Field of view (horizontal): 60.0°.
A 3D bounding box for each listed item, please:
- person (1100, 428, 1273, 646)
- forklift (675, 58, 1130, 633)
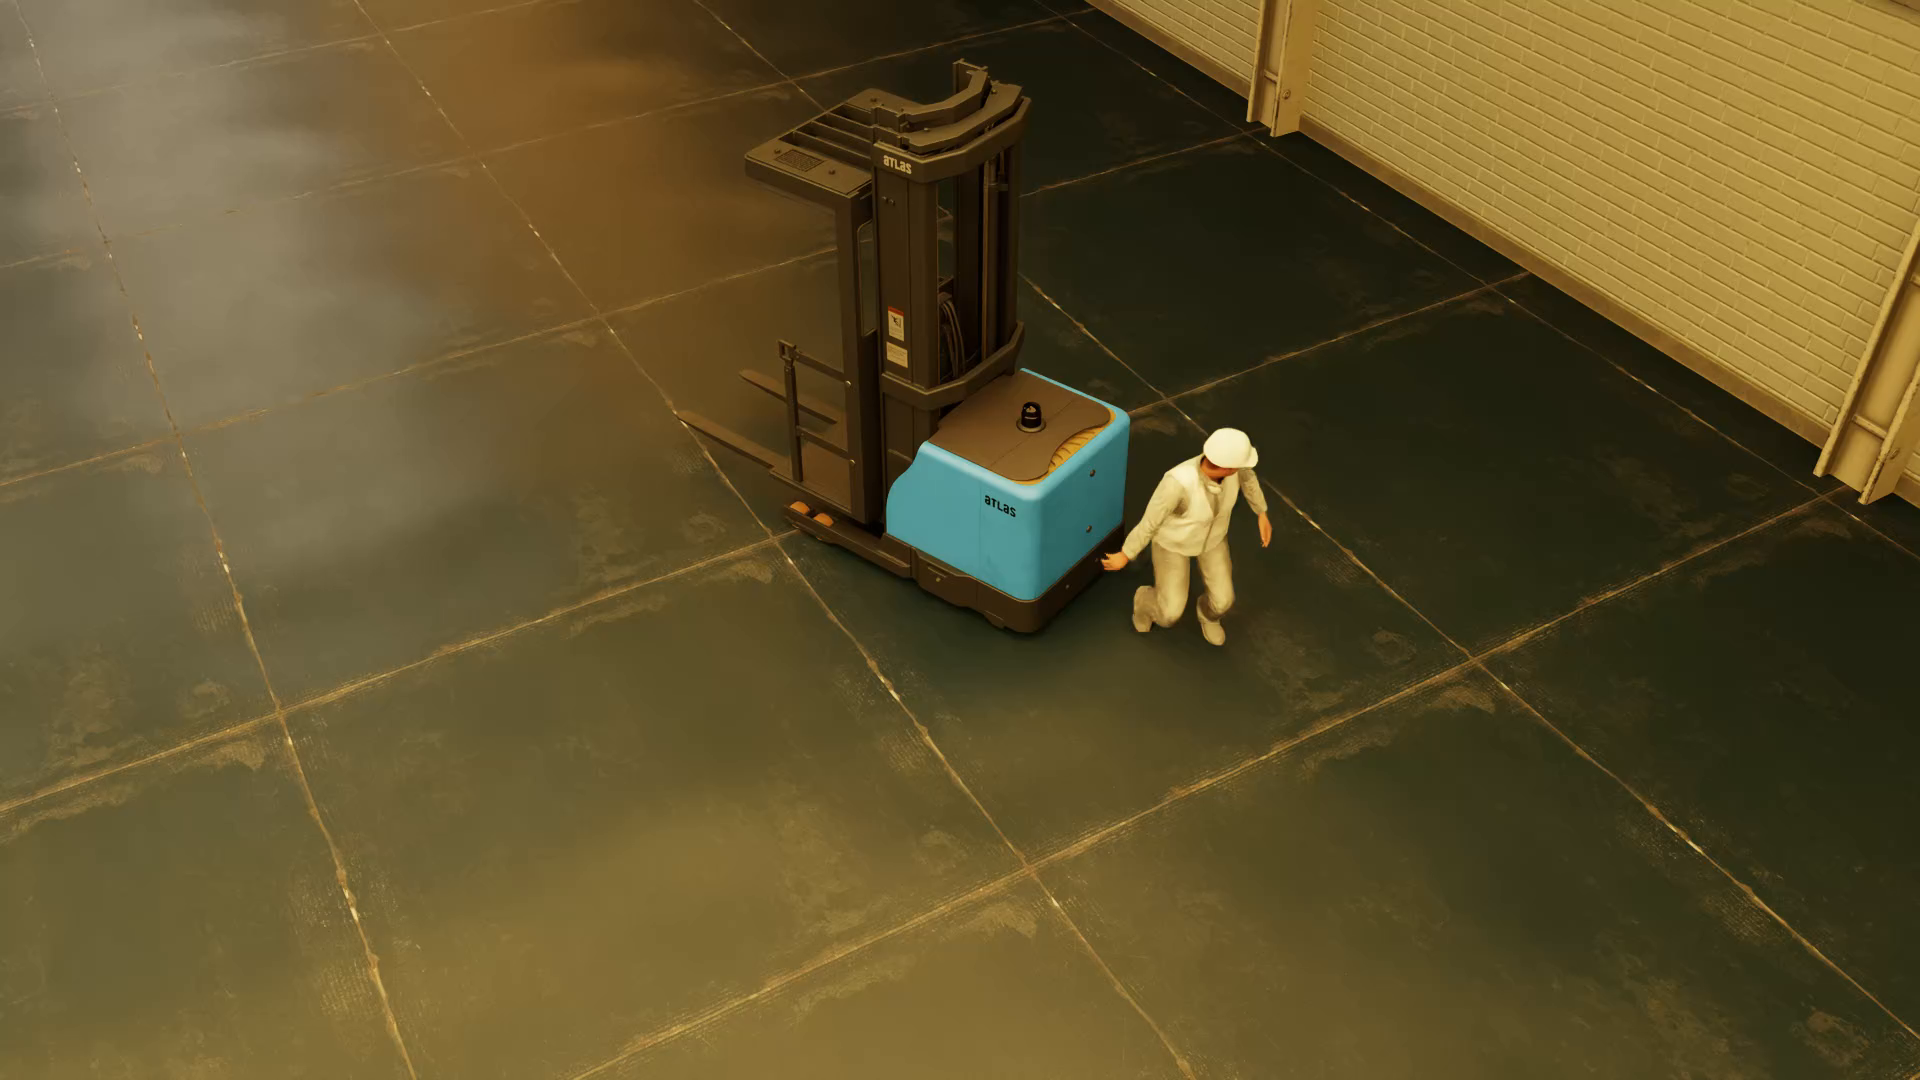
[{"bbox_3d":[1.237,-0.012,9.141,0.931,1.619,0.541,-14,42,-16],"label":"person"},{"bbox_3d":[-0.481,-1.366,9.683,3.031,2.935,1.130,26,46,28],"label":"forklift"}]
